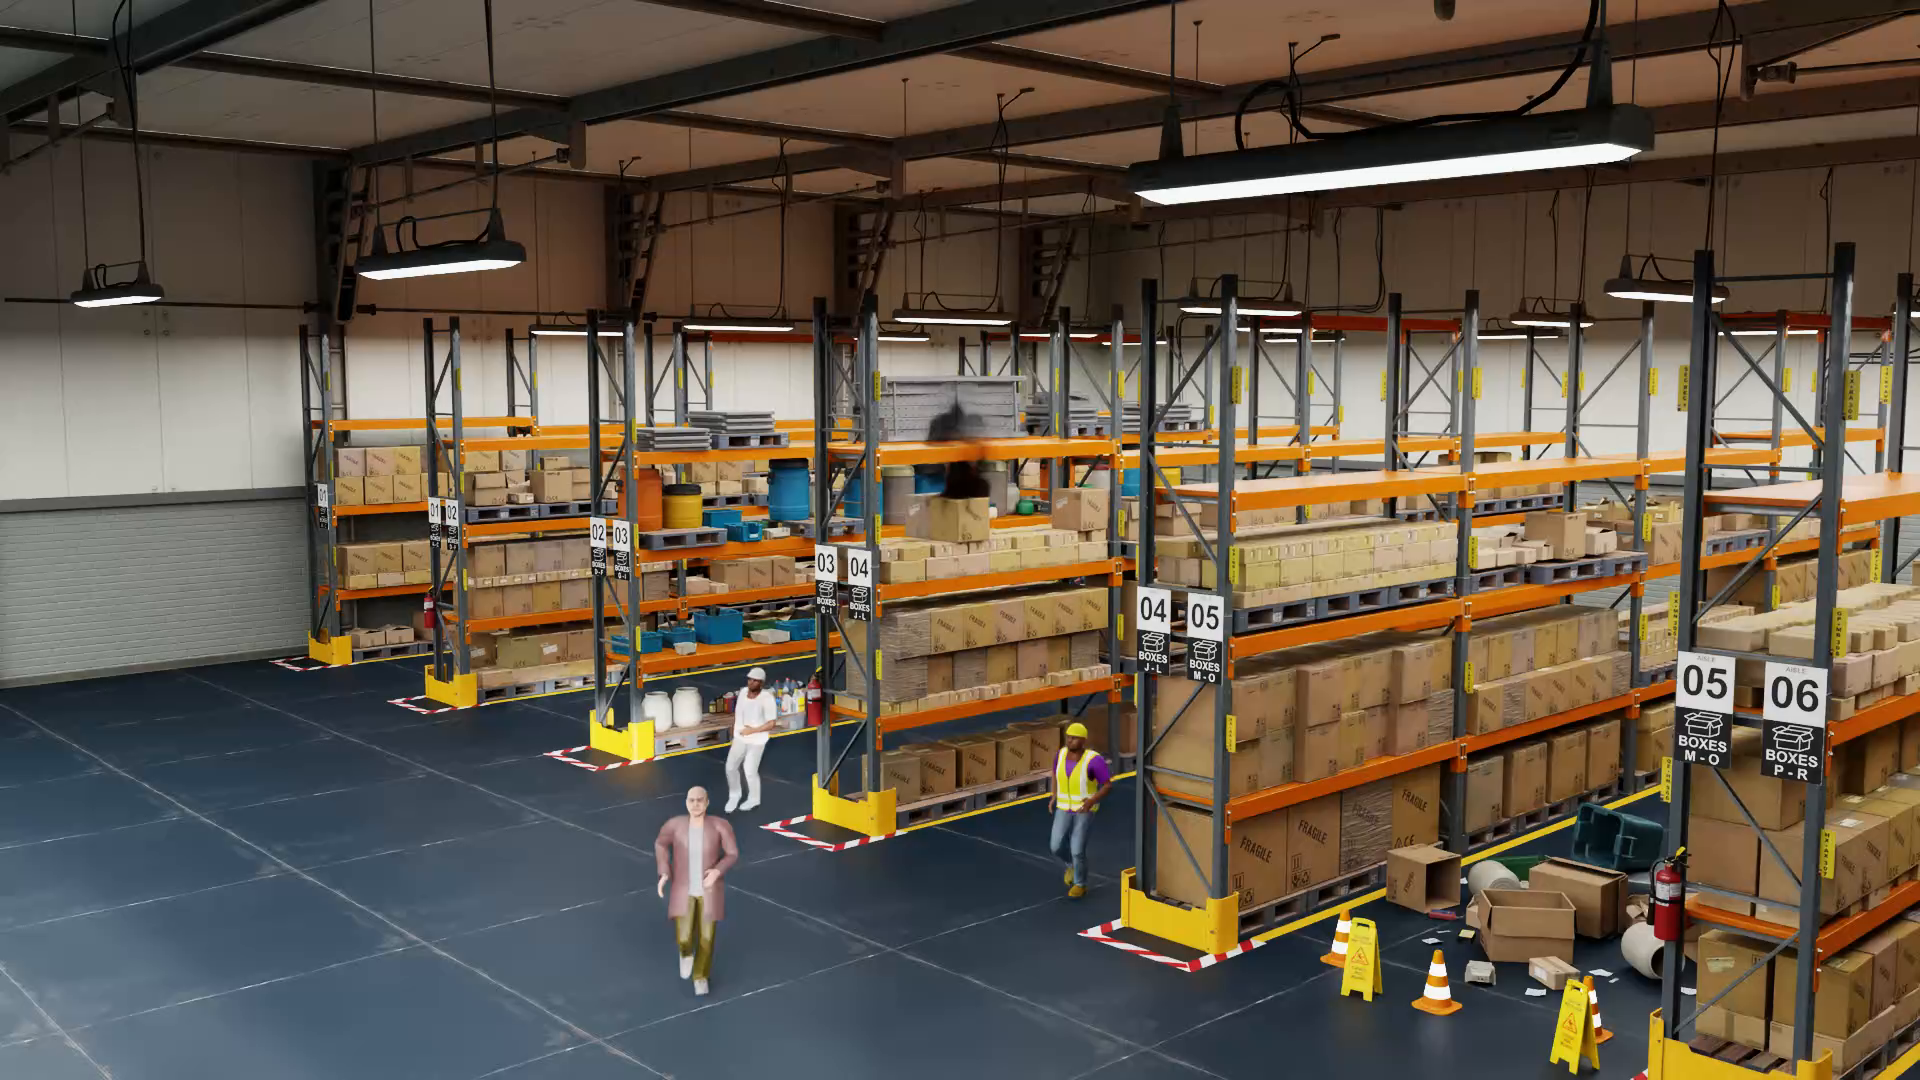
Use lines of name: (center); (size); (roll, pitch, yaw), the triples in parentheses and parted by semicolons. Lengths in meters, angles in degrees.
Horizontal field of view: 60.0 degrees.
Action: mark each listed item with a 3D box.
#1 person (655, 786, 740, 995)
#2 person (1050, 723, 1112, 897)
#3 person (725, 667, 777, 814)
person: (-2.187, 2.916, 13.811); (0.716, 1.736, 0.625); (-1, 6, -6)
person: (1.148, 2.654, 16.378); (0.712, 1.729, 0.575); (3, 7, 31)
person: (-2.436, 2.348, 19.430); (0.691, 1.757, 0.647); (3, 6, 23)
